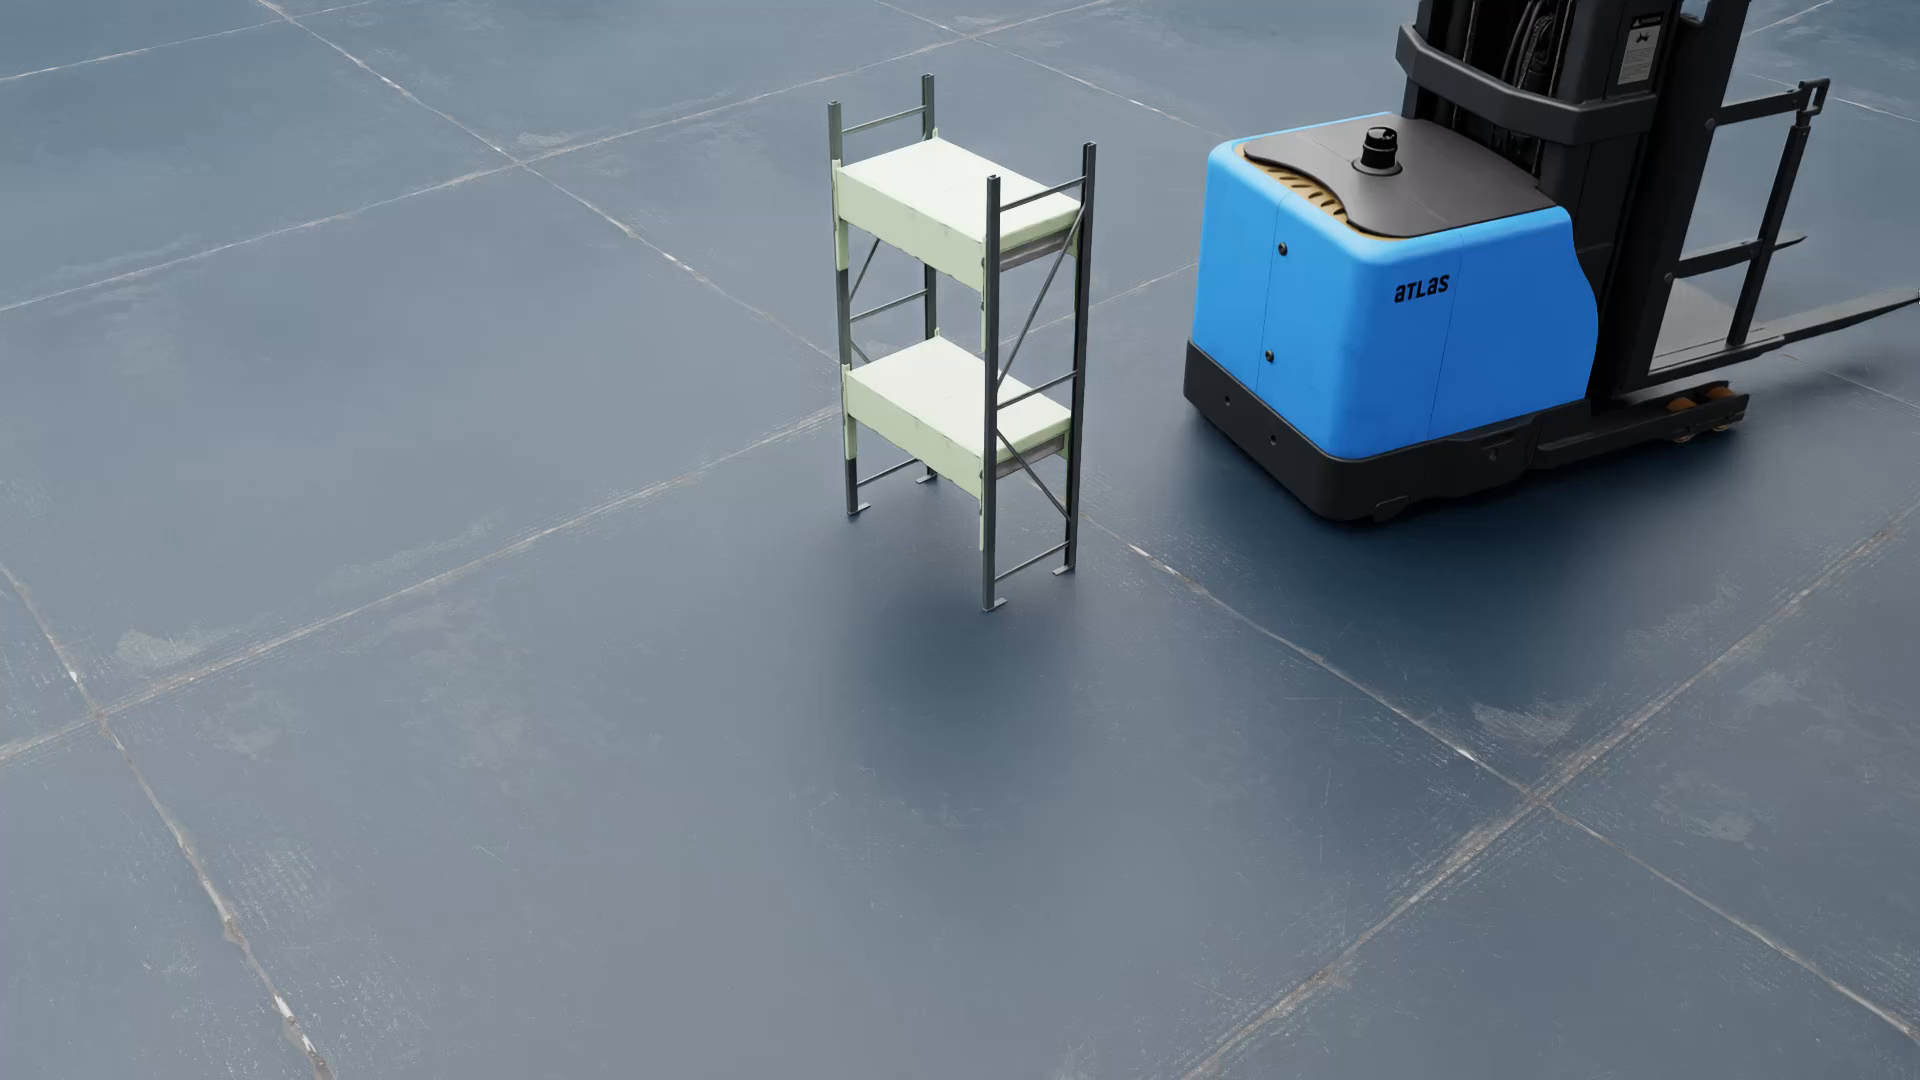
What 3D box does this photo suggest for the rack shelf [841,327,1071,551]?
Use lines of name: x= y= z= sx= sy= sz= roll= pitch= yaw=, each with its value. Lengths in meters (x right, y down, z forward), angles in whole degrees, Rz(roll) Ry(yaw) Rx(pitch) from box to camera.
rack shelf: x=-0.004 y=-0.349 z=5.509 sx=0.431 sy=0.370 sz=0.720 roll=-26 pitch=43 yaw=-32

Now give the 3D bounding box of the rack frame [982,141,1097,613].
rack frame: x=0.232 y=-0.453 z=5.093 sx=0.400 sy=1.500 sz=0.023 roll=-26 pitch=43 yaw=-32

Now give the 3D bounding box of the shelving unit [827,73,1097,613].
shelving unit: x=-0.004 y=-0.615 z=5.321 sx=0.431 sy=1.500 sz=0.755 roll=-26 pitch=43 yaw=-32

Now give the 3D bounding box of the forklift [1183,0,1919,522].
forklift: x=2.422 y=-1.825 z=5.791 sx=3.031 sy=2.935 sz=1.130 roll=-15 pitch=38 yaw=-20

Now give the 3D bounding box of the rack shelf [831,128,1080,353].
rack shelf: x=-0.004 y=-0.933 z=5.095 sx=0.431 sy=0.370 sz=0.720 roll=-26 pitch=43 yaw=-32

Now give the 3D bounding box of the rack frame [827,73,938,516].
rack frame: x=-0.241 y=-0.777 z=5.549 sx=0.400 sy=1.500 sz=0.023 roll=-26 pitch=43 yaw=-32
